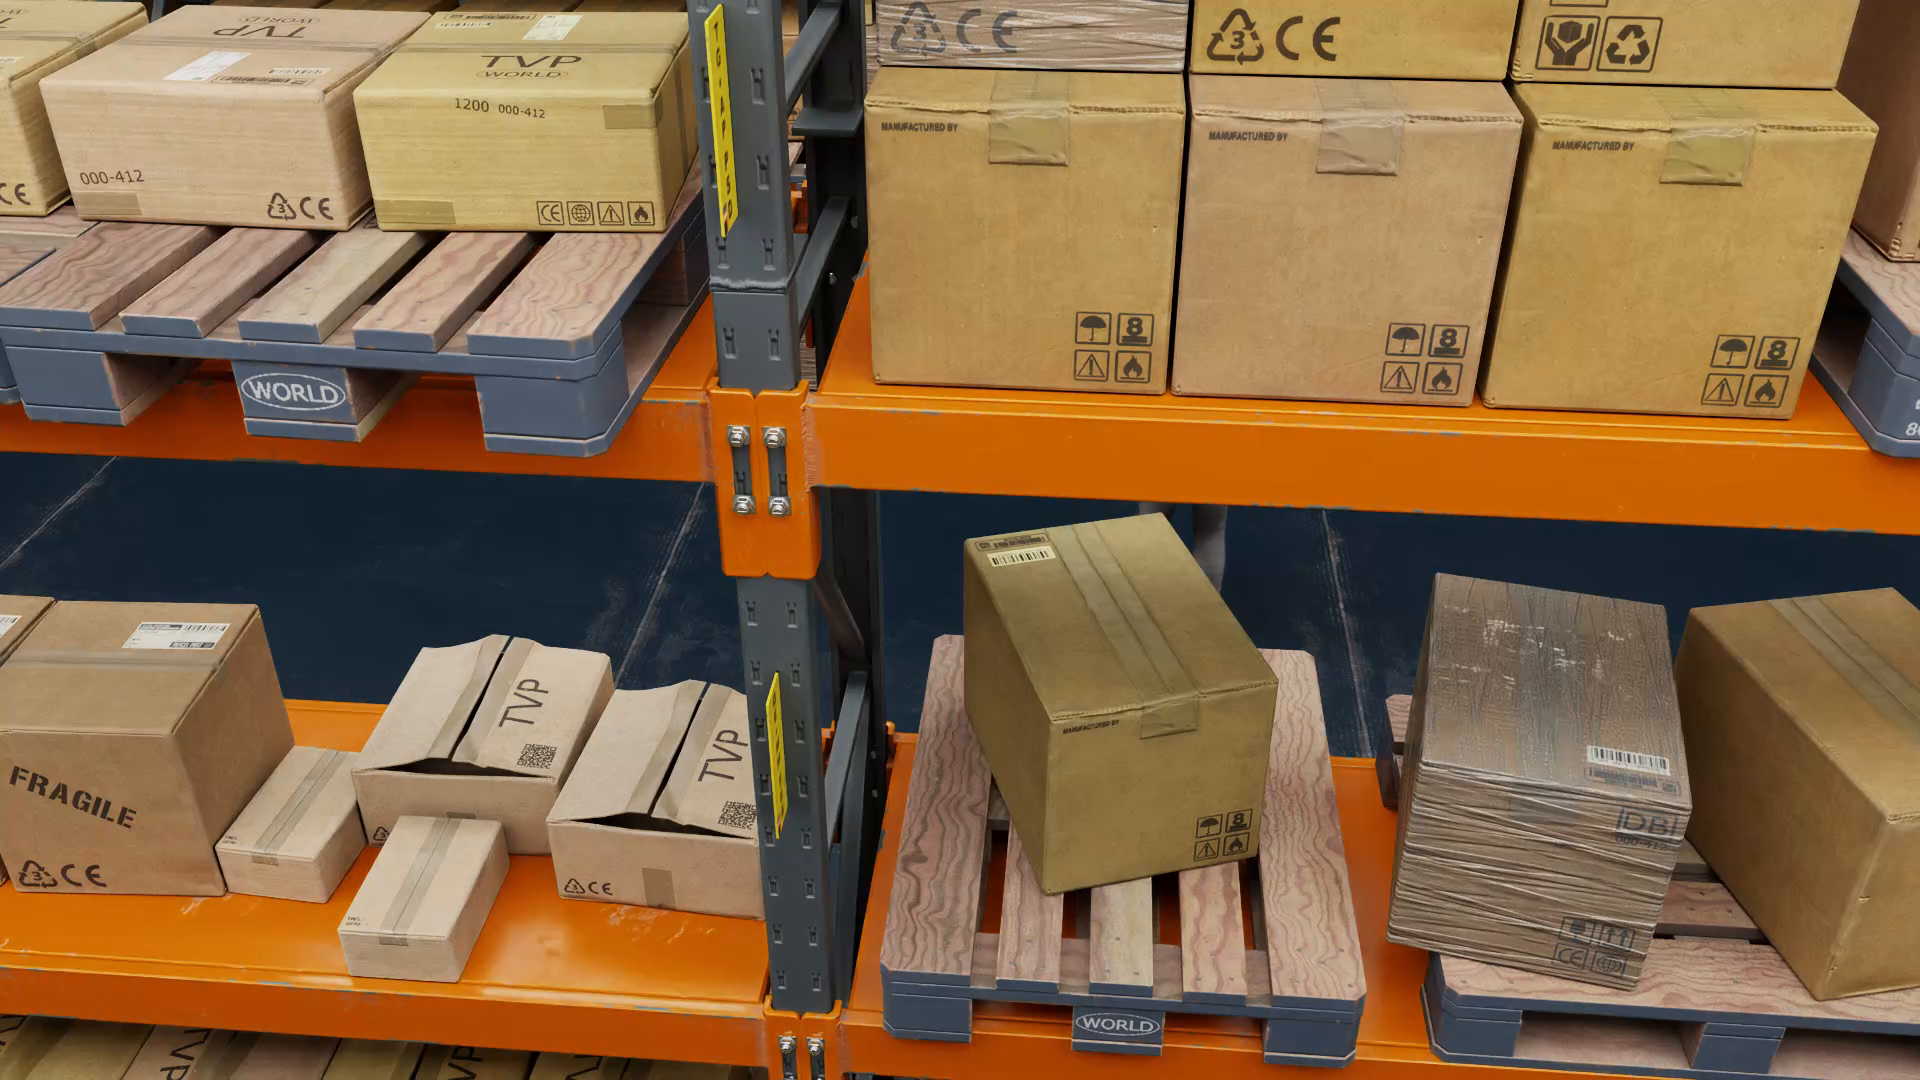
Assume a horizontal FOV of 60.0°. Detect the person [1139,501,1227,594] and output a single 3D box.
[{"bbox_3d":[0.920,-0.392,6.735,0.450,1.688,0.540,3,32,4],"label":"person"}]
